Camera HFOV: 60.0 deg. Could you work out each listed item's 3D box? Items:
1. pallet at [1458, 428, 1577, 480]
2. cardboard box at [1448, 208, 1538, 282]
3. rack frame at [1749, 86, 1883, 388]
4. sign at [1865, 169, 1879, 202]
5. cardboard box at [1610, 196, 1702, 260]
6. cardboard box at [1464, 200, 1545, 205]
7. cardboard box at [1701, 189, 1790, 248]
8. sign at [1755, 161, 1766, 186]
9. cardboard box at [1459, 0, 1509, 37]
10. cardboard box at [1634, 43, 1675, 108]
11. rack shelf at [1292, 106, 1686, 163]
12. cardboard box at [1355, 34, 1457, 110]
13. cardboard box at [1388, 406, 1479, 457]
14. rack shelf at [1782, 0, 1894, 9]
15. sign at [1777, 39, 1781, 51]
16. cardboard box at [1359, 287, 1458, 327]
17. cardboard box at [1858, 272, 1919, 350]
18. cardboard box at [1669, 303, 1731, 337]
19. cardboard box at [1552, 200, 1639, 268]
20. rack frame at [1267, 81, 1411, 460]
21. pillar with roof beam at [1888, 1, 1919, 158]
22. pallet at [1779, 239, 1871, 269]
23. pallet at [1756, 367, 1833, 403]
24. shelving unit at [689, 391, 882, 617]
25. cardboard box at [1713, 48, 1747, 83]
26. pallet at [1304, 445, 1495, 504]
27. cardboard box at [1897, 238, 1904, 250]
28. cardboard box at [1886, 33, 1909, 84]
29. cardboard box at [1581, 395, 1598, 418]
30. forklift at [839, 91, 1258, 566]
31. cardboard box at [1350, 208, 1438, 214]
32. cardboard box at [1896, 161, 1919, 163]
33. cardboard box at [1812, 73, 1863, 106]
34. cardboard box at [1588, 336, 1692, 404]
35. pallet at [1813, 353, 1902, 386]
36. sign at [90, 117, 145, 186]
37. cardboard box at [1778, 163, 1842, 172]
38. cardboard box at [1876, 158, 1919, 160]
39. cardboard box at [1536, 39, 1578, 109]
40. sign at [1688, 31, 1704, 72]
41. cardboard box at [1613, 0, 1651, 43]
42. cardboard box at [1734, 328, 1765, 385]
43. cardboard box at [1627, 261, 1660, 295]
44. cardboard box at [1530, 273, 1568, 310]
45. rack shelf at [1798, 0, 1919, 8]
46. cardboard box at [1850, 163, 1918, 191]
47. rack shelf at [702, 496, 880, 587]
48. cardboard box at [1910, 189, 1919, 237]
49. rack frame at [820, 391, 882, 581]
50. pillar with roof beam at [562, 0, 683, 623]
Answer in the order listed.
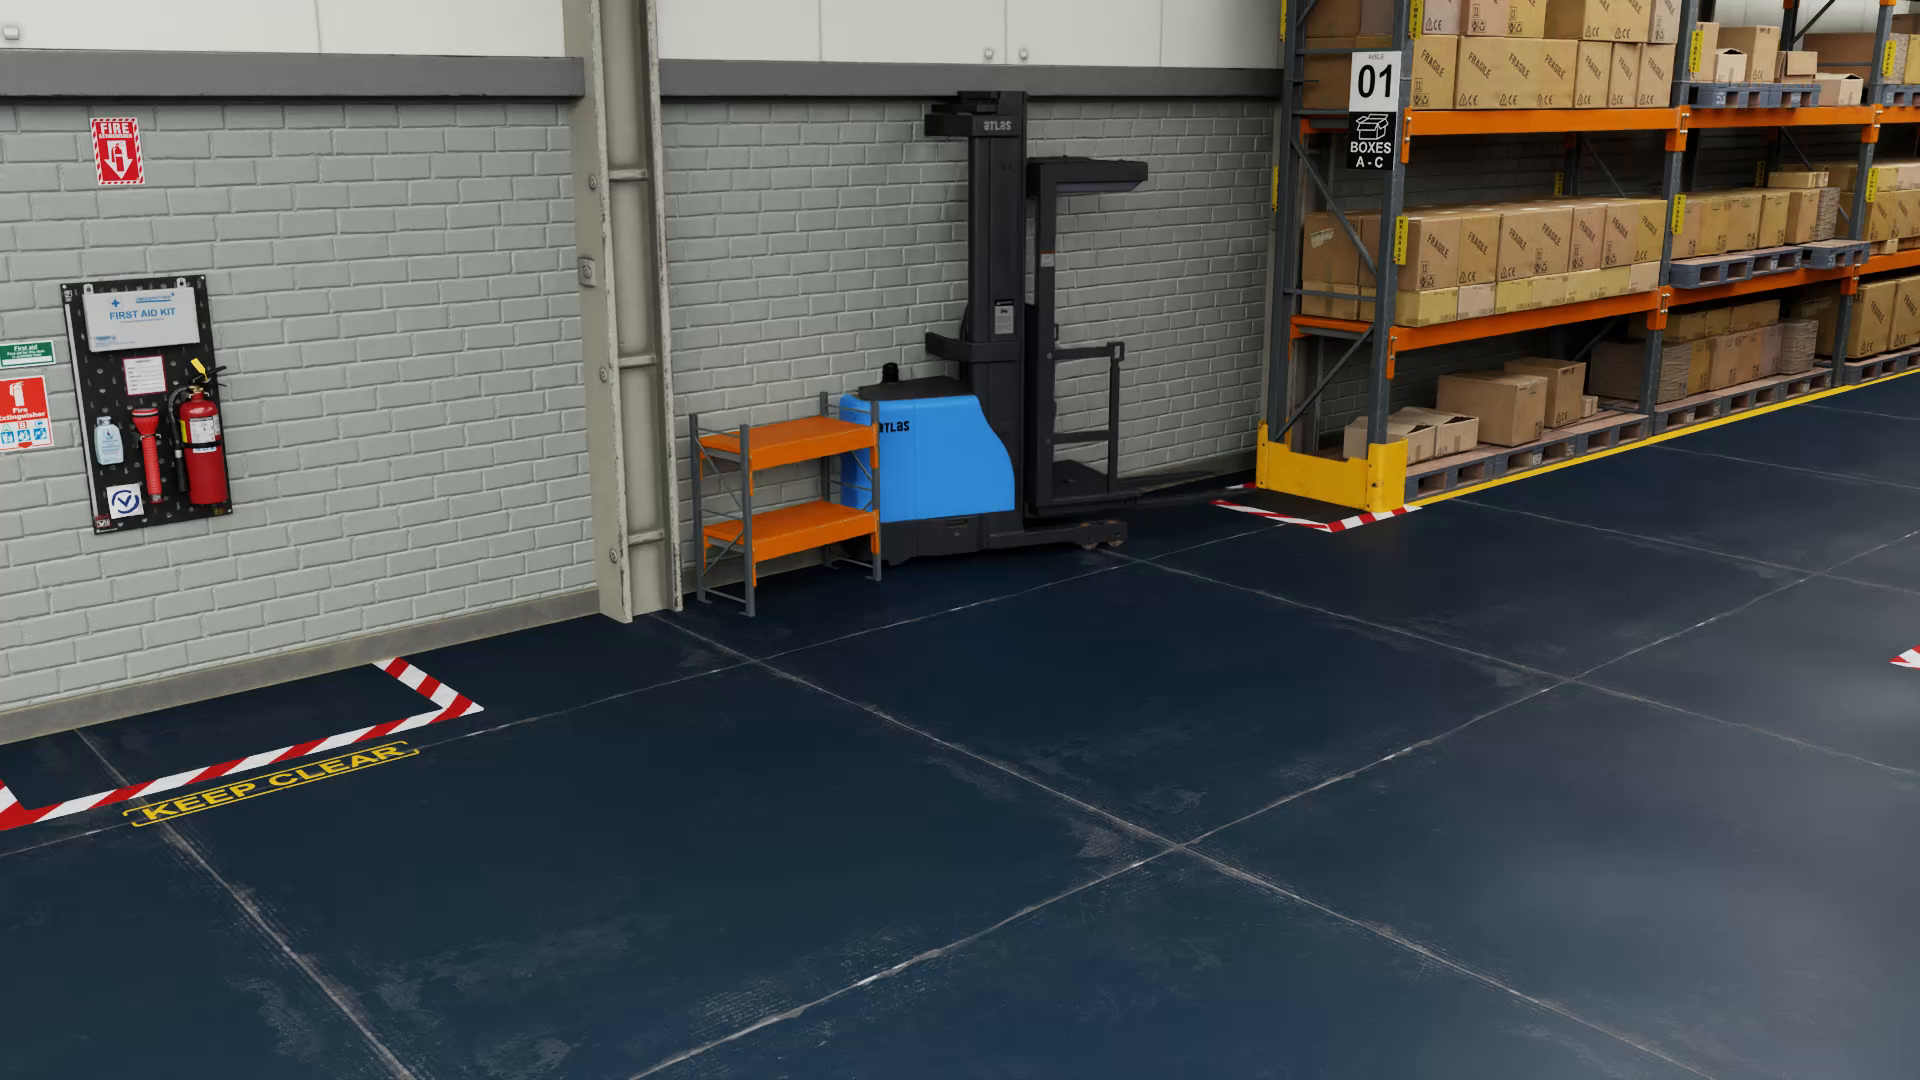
[{"bbox_3d":[4.315,-0.769,13.721,1.213,0.211,1.003,-13,19,-39],"label":"pallet"},{"bbox_3d":[4.032,-2.257,12.686,0.500,0.500,0.500,-13,20,-41],"label":"cardboard box"},{"bbox_3d":[8.737,-3.122,17.127,0.127,3.000,1.000,-13,19,-39],"label":"rack frame"},{"bbox_3d":[9.100,-3.539,16.598,0.005,0.325,0.100,-13,19,-39],"label":"sign"},{"bbox_3d":[6.126,-2.785,14.818,0.500,0.500,0.700,-13,19,-39],"label":"cardboard box"},{"bbox_3d":[4.455,-2.535,13.727,0.500,0.500,0.500,-12,19,-38],"label":"cardboard box"},{"bbox_3d":[7.463,-3.086,15.946,0.500,0.500,0.700,-13,19,-39],"label":"cardboard box"},{"bbox_3d":[8.370,-3.789,17.380,0.005,0.325,0.100,-13,19,-39],"label":"sign"},{"bbox_3d":[3.563,-3.851,11.870,0.500,0.500,0.500,-13,20,-40],"label":"cardboard box"},{"bbox_3d":[5.499,-3.818,13.686,0.500,0.500,0.500,-12,19,-38],"label":"cardboard box"},{"bbox_3d":[4.210,-3.208,13.027,4.000,0.370,1.077,-13,19,-39],"label":"rack shelf"},{"bbox_3d":[3.118,-3.282,11.681,0.500,0.500,0.500,-12,19,-38],"label":"cardboard box"},{"bbox_3d":[3.713,-0.877,13.078,0.500,0.311,0.500,-11,18,-35],"label":"cardboard box"},{"bbox_3d":[7.228,-5.141,15.229,4.000,0.370,1.077,-13,19,-39],"label":"rack shelf"},{"bbox_3d":[8.379,-4.969,17.073,0.005,0.325,0.100,-13,19,-39],"label":"sign"},{"bbox_3d":[3.278,-1.725,12.148,0.500,0.250,0.500,-13,20,-41],"label":"cardboard box"},{"bbox_3d":[10.043,-2.533,18.272,0.750,0.750,0.750,-13,20,-40],"label":"cardboard box"},{"bbox_3d":[6.984,-2.104,15.853,0.500,0.250,0.500,-13,20,-41],"label":"cardboard box"},{"bbox_3d":[5.193,-2.518,13.664,0.500,0.500,0.500,-13,20,-40],"label":"cardboard box"},{"bbox_3d":[2.702,-1.767,12.053,0.127,3.000,1.000,-13,19,-39],"label":"rack frame"},{"bbox_3d":[14.541,-6.147,16.826,0.400,9.000,9.100,-13,19,-39],"label":"pillar with roof beam"},{"bbox_3d":[8.269,-2.888,16.622,1.003,0.211,1.213,-13,19,-39],"label":"pallet"},{"bbox_3d":[8.146,-1.643,16.992,1.213,0.211,1.003,-13,19,-39],"label":"pallet"},{"bbox_3d":[-1.028,-0.240,9.969,0.538,1.125,1.048,14,20,41],"label":"shelving unit"},{"bbox_3d":[6.649,-4.235,14.839,0.500,0.311,0.500,-12,19,-38],"label":"cardboard box"},{"bbox_3d":[3.395,-0.564,12.951,1.213,0.211,1.003,-13,19,-39],"label":"pallet"},{"bbox_3d":[9.888,-3.203,17.877,0.250,0.149,0.380,-12,19,-38],"label":"cardboard box"},{"bbox_3d":[9.430,-5.026,17.394,0.500,0.500,0.700,-14,20,-42],"label":"cardboard box"},{"bbox_3d":[5.335,-1.192,14.538,0.380,0.166,0.250,13,20,40],"label":"cardboard box"},{"bbox_3d":[0.575,-1.478,11.105,3.031,2.935,1.130,-6,16,-22],"label":"forklift"},{"bbox_3d":[3.304,-2.271,12.739,0.500,0.500,0.500,-12,19,-39],"label":"cardboard box"},{"bbox_3d":[10.409,-3.977,18.066,0.500,0.250,0.500,-13,20,-40],"label":"cardboard box"},{"bbox_3d":[8.371,-4.364,16.095,0.500,0.311,0.500,-13,19,-39],"label":"cardboard box"},{"bbox_3d":[6.264,-1.578,15.335,0.500,0.500,0.700,-12,19,-38],"label":"cardboard box"},{"bbox_3d":[9.381,-1.894,17.932,1.213,0.211,1.003,-13,19,-39],"label":"pallet"},{"bbox_3d":[-3.825,-1.765,7.551,0.199,0.298,0.001,-13,19,-39],"label":"sign"},{"bbox_3d":[8.909,-3.814,17.453,0.500,0.250,0.500,-12,19,-38],"label":"cardboard box"},{"bbox_3d":[10.846,-4.247,19.075,0.500,0.250,0.500,-12,19,-39],"label":"cardboard box"},{"bbox_3d":[4.326,-3.550,12.683,0.500,0.500,0.500,-11,19,-36],"label":"cardboard box"},{"bbox_3d":[6.081,-4.039,13.746,0.005,0.325,0.100,-13,19,-39],"label":"sign"},{"bbox_3d":[5.111,-4.202,13.186,0.500,0.500,0.500,-11,19,-36],"label":"cardboard box"},{"bbox_3d":[7.407,-1.841,16.320,0.500,0.500,0.700,-13,20,-40],"label":"cardboard box"},{"bbox_3d":[5.561,-2.243,14.086,0.500,0.250,0.500,-13,19,-39],"label":"cardboard box"},{"bbox_3d":[4.432,-1.986,13.126,0.500,0.250,0.500,-12,19,-39],"label":"cardboard box"},{"bbox_3d":[10.246,-5.819,17.766,4.000,0.370,1.077,-13,19,-39],"label":"rack shelf"},{"bbox_3d":[9.653,-3.804,17.418,0.500,0.250,0.500,-13,20,-40],"label":"cardboard box"},{"bbox_3d":[-1.028,-0.004,10.033,0.538,0.278,1.000,14,20,41],"label":"rack shelf"},{"bbox_3d":[10.047,-3.527,17.834,0.500,0.500,0.500,-13,20,-40],"label":"cardboard box"},{"bbox_3d":[-0.680,-0.336,10.328,0.500,1.125,0.032,14,20,41],"label":"rack frame"},{"bbox_3d":[0.962,-3.098,5.411,0.400,9.000,9.100,-13,19,-39],"label":"pillar with roof beam"}]
